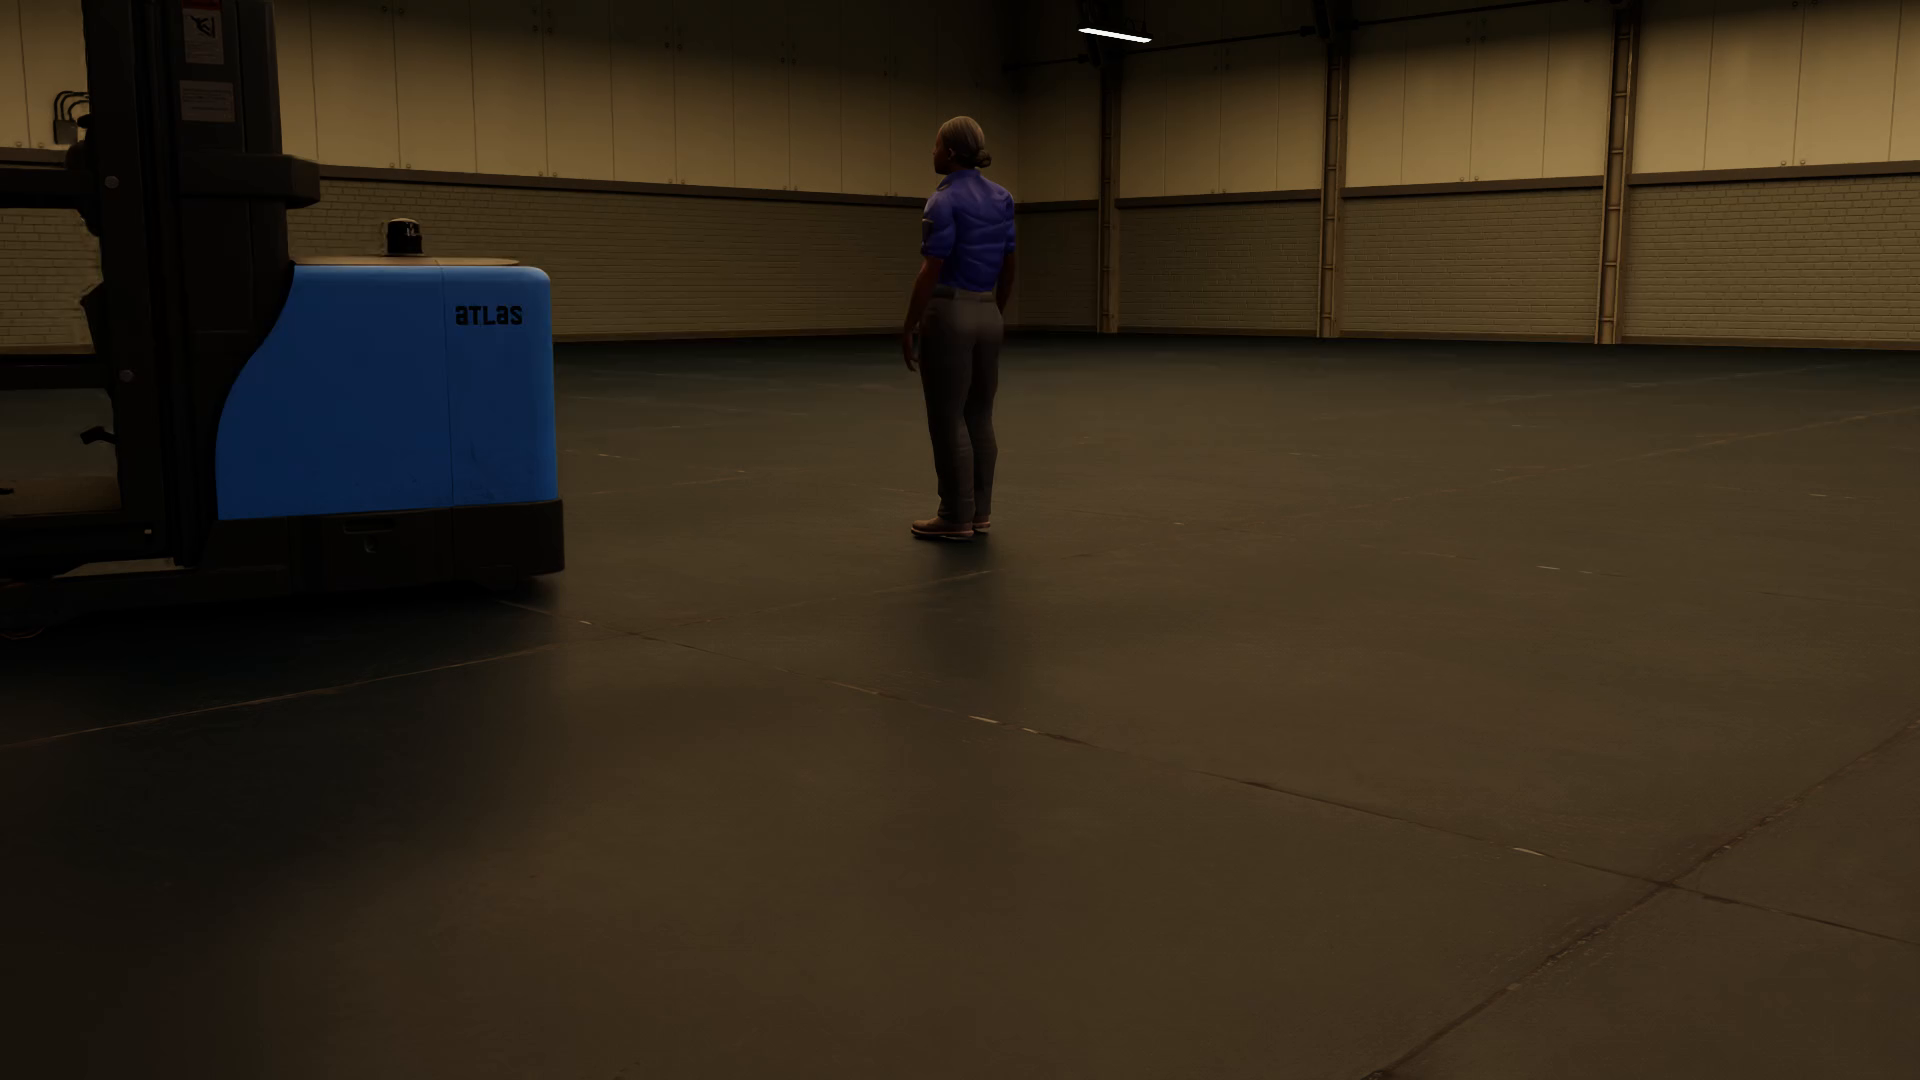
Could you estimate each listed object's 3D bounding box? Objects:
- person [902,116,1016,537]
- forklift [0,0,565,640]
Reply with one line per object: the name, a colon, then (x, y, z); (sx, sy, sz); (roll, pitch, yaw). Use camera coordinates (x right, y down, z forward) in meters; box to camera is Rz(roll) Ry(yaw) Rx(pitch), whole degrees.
person: (-0.049, -0.836, 6.667); (0.504, 1.654, 0.570); (8, 12, 43)
forklift: (-2.876, -1.237, 5.086); (3.031, 2.935, 1.130); (-4, 10, -27)
